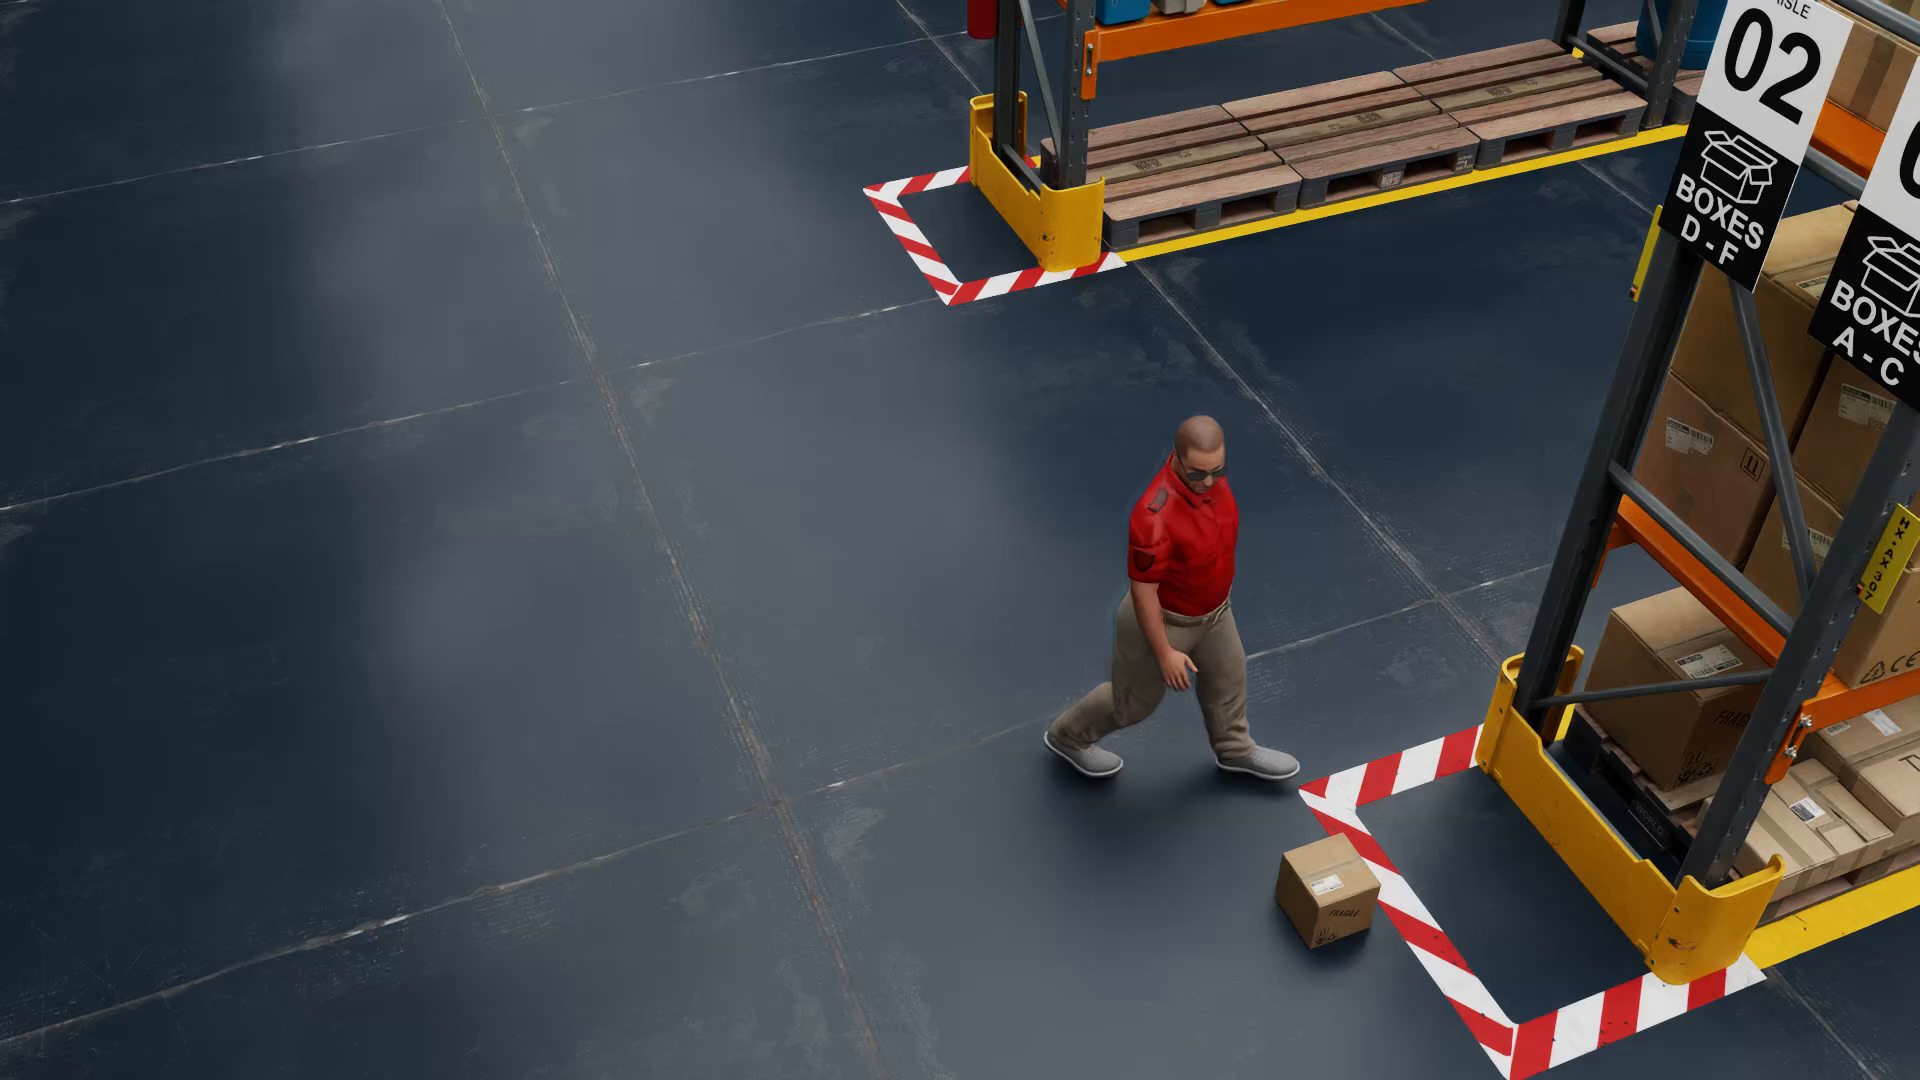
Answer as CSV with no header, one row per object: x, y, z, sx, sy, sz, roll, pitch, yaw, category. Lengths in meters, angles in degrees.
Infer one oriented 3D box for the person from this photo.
0.728,0.213,5.877,0.711,1.631,0.558,23,46,24,person
